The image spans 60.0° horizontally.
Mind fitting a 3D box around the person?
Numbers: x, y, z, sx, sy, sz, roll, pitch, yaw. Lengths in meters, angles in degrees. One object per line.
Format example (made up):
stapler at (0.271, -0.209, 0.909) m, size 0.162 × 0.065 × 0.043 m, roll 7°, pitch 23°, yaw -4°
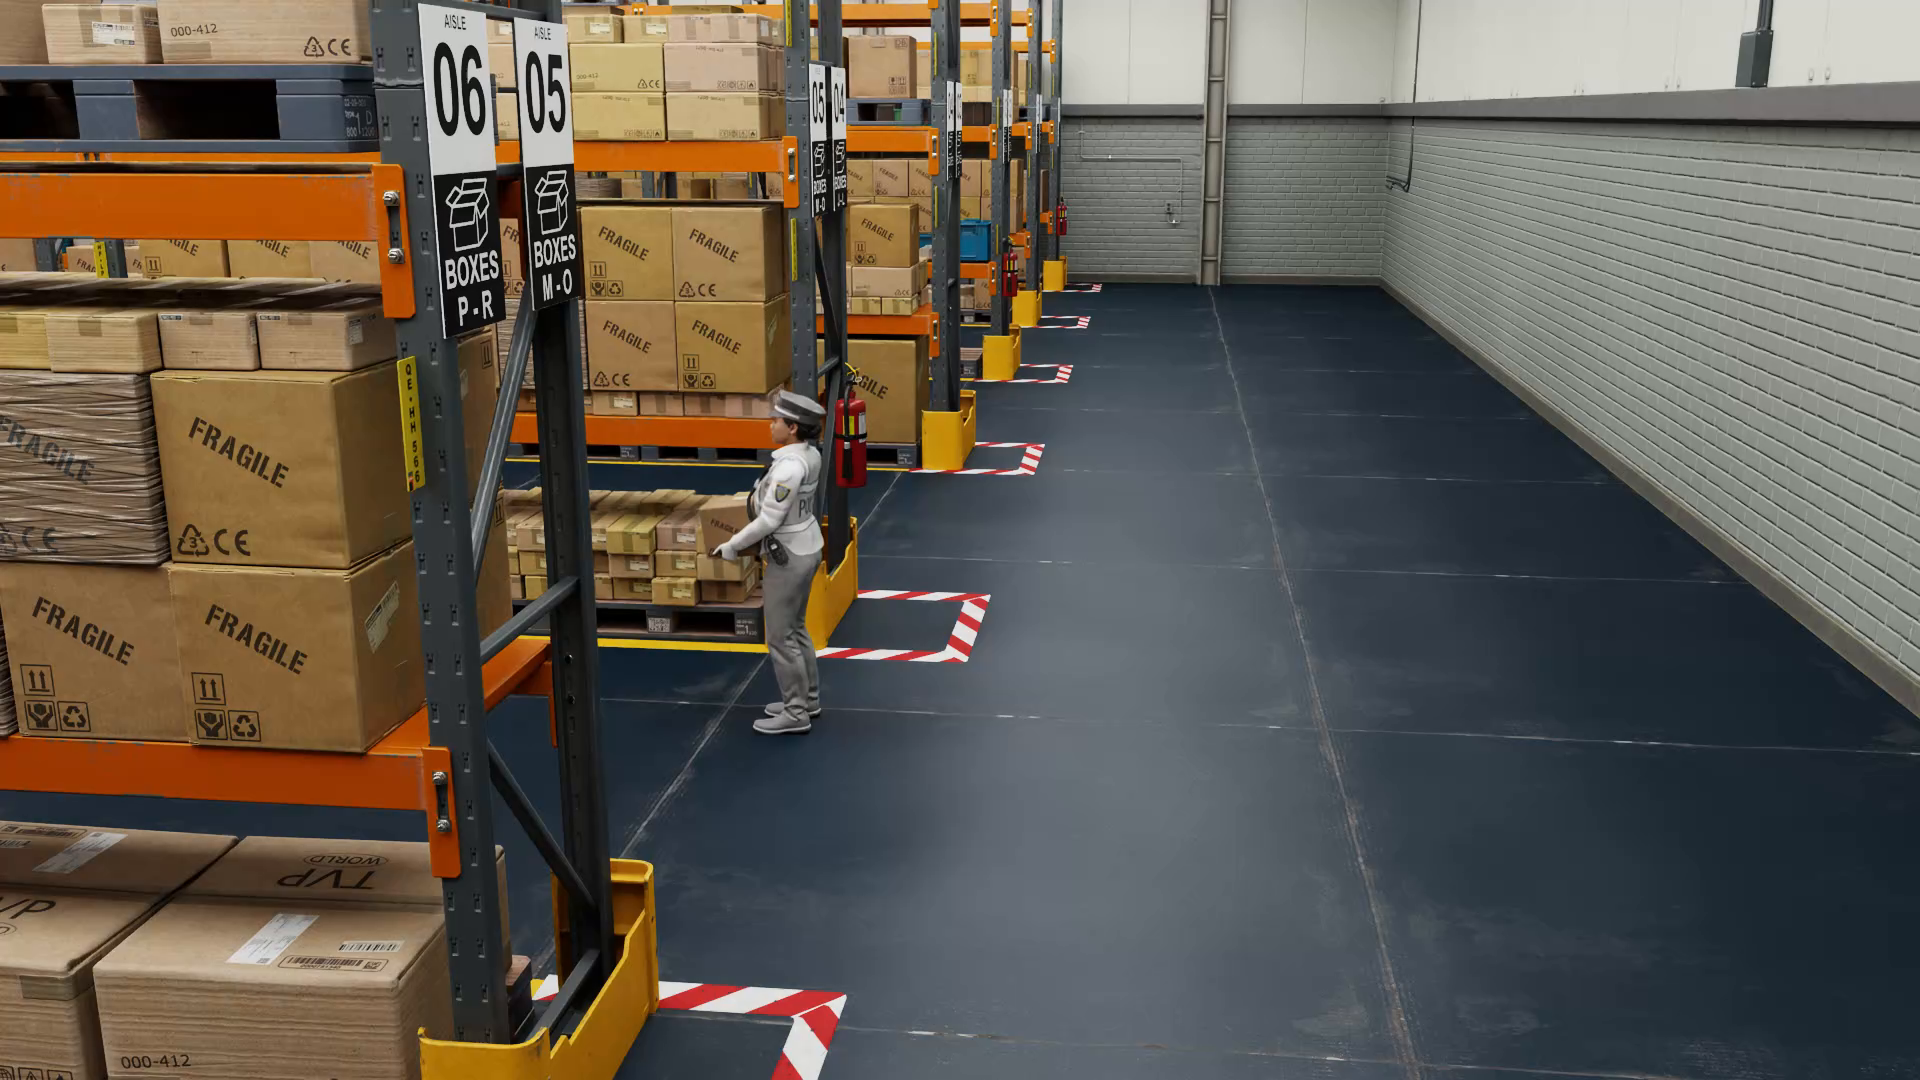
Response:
person at (-0.901, 0.096, 8.092) m, size 0.540 × 1.689 × 0.460 m, roll 2°, pitch 15°, yaw 7°
